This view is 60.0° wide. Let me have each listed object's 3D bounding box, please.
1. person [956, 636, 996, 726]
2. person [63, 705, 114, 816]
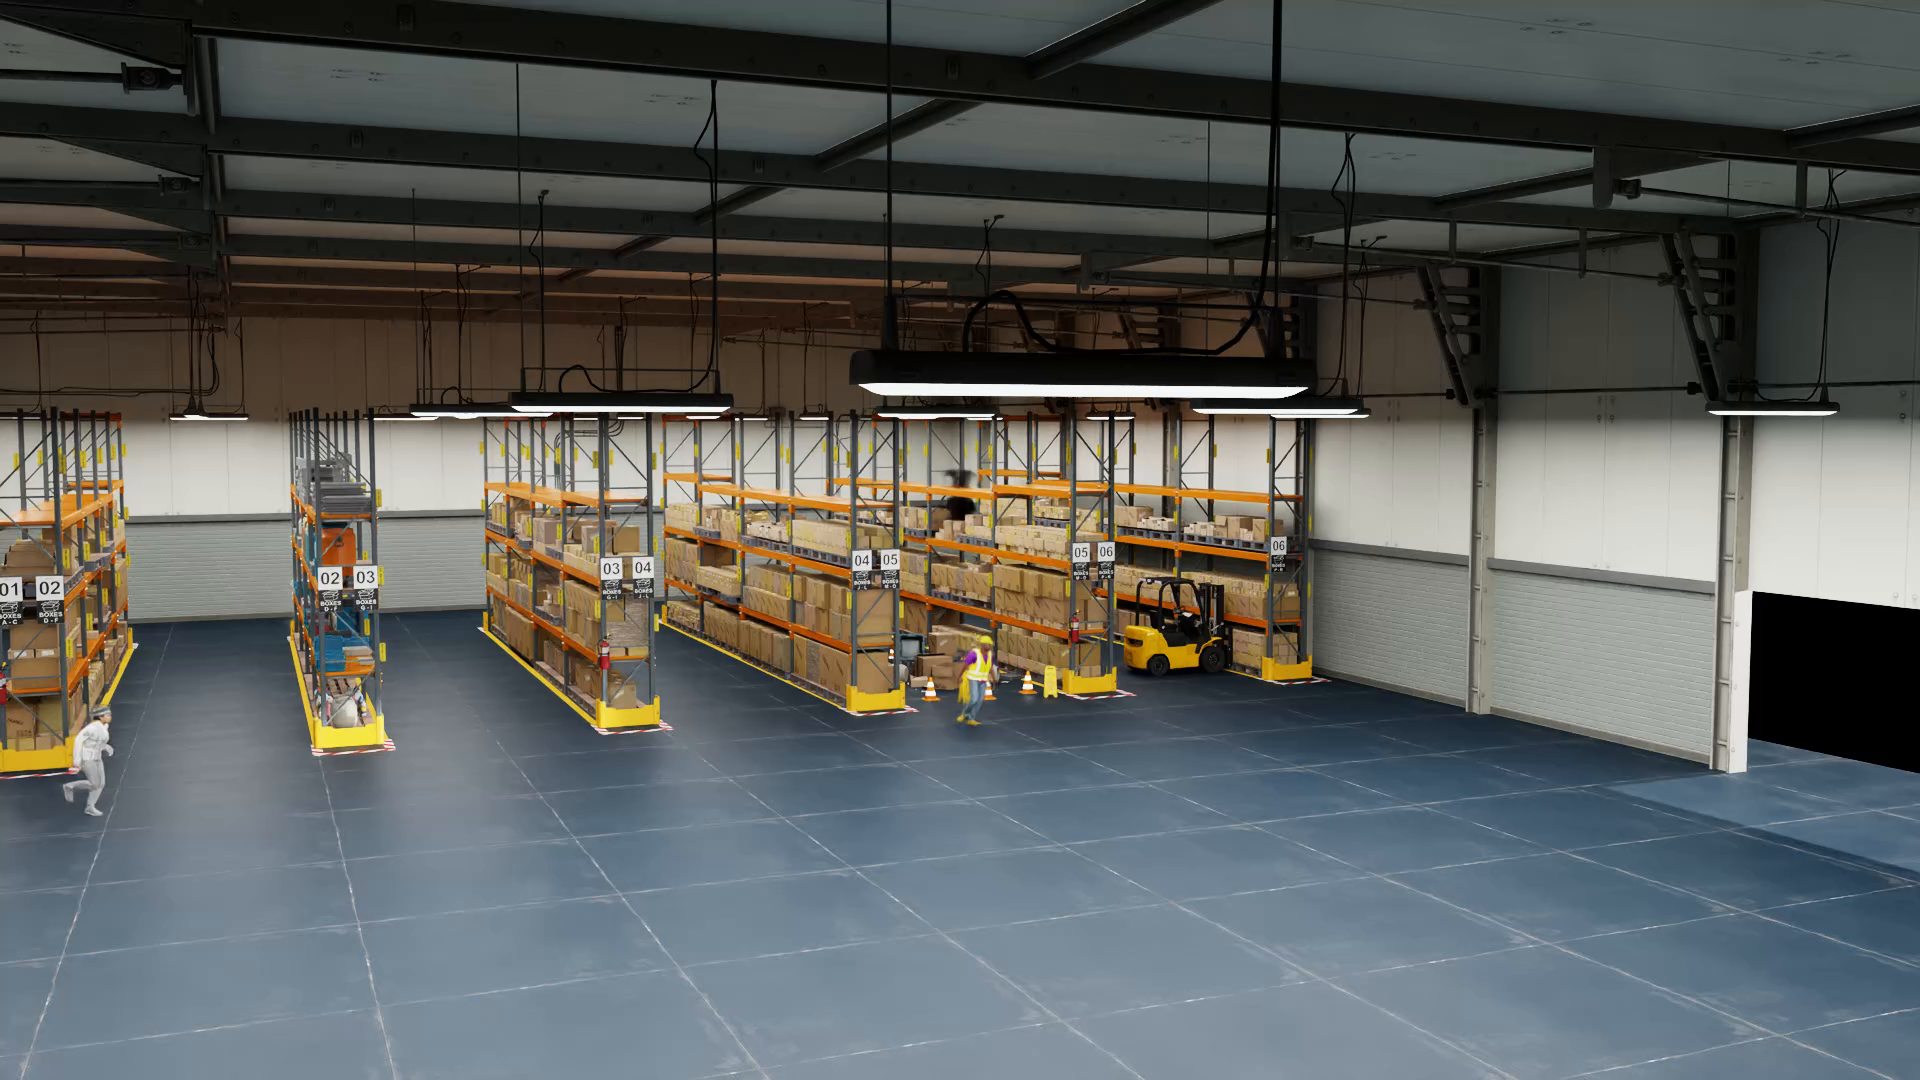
[{"bbox_3d":[0.331,2.659,31.473,0.715,1.724,0.609,-3,5,-40],"label":"person"},{"bbox_3d":[-12.778,3.232,24.379,0.725,1.623,0.619,0,4,-2],"label":"person"}]
